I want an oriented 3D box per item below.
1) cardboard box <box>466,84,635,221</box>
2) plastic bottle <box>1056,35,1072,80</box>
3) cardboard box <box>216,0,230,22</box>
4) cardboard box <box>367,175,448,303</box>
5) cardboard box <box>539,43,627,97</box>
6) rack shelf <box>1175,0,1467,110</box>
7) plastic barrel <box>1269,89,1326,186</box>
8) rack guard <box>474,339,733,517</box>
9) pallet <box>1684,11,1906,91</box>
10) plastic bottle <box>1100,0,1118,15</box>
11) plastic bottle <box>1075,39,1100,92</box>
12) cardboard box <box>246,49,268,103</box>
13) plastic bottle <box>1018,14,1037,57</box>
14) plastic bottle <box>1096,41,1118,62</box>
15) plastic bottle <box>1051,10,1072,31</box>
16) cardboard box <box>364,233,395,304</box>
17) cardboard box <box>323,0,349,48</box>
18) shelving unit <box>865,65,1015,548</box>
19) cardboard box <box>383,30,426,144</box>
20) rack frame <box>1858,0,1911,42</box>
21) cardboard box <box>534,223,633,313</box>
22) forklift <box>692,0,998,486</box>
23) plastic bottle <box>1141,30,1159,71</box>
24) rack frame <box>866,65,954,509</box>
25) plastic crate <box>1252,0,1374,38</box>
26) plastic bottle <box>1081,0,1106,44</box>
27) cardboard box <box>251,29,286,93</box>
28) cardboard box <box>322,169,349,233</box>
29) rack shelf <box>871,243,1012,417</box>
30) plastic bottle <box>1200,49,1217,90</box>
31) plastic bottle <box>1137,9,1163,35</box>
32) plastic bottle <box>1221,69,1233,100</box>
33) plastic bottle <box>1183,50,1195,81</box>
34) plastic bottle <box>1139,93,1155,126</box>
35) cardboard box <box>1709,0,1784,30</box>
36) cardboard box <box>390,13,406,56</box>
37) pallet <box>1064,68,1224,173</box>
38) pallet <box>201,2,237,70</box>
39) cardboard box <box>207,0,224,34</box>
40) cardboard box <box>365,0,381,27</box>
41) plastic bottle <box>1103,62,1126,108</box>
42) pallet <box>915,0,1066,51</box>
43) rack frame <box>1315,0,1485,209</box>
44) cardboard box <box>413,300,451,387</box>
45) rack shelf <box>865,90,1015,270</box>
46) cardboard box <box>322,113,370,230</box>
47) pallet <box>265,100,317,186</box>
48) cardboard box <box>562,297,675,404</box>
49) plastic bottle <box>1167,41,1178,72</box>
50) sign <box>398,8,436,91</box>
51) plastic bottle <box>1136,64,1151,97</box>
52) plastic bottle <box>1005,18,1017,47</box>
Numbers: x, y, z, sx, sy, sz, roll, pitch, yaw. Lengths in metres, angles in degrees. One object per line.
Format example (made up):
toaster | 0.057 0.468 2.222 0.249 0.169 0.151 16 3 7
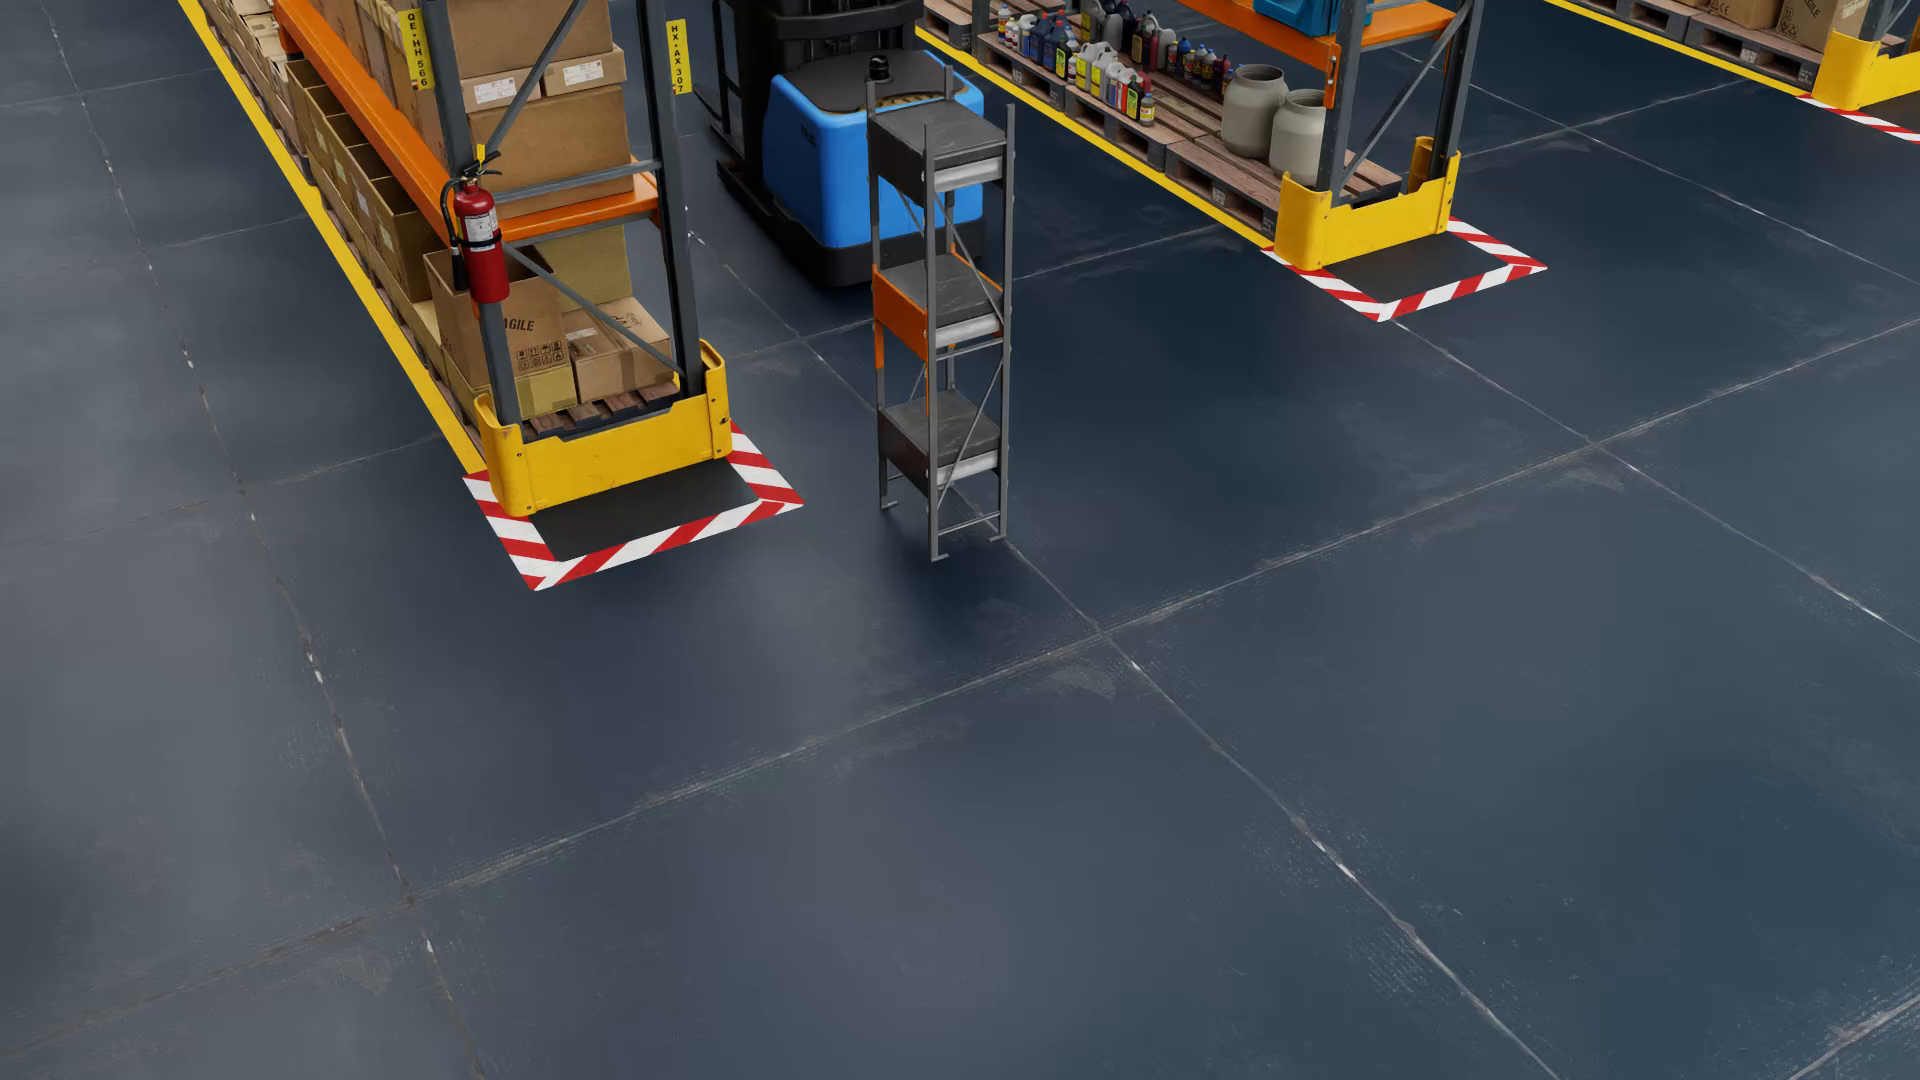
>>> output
cardboard box | -1.947 -1.860 7.669 0.700 0.500 0.500 -19 40 -24
plastic bottle | 0.740 -3.437 11.842 0.061 0.283 0.133 -17 39 -22
cardboard box | -5.208 -4.063 12.269 0.500 0.311 0.500 -20 41 -25
cardboard box | -2.765 -1.631 8.779 0.500 0.500 0.500 -19 40 -24
cardboard box | -1.734 -2.144 7.507 0.380 0.149 0.250 -19 40 -24
rack shelf | 1.557 -3.773 10.983 1.077 0.370 4.000 -19 40 -24
plastic barrel | 2.165 -2.521 10.412 0.421 0.512 0.421 0 36 0
rack guard | -1.711 -0.556 8.087 1.175 0.500 0.348 -19 40 -24
pallet | 6.428 -3.849 12.840 1.003 0.211 1.213 -19 40 -24
plastic bottle | 1.125 -3.948 12.486 0.144 0.351 0.185 -20 41 -25
plastic bottle | 0.907 -3.344 11.658 0.144 0.351 0.185 -19 40 -24
cardboard box | -4.702 -3.322 11.730 0.500 0.250 0.500 -18 40 -23
plastic bottle | 0.519 -3.712 12.225 0.152 0.276 0.135 -17 40 -22
plastic bottle | 1.022 -3.370 11.757 0.152 0.276 0.135 -19 40 -24
plastic bottle | 0.723 -3.699 12.145 0.144 0.351 0.185 -19 40 -24
cardboard box | -3.012 -1.584 9.351 0.500 0.250 0.500 -19 40 -24
cardboard box | -3.234 -3.166 9.457 0.700 0.500 0.500 -19 40 -24
shelving unit | -0.084 -0.933 7.248 0.431 2.100 0.499 -19 40 -24
cardboard box | -2.459 -2.381 8.382 0.700 0.500 0.500 -19 40 -24
rack frame | 6.844 -4.511 11.383 1.000 3.000 0.127 -19 40 -24
cardboard box | -2.053 -1.534 8.646 0.500 0.500 0.500 -19 40 -24
forklift | -0.620 -2.779 9.070 1.623 2.935 5.548 -16 39 -21
plastic bottle | 1.370 -3.543 11.987 0.061 0.283 0.133 -19 40 -24
rack frame | -0.206 -1.057 7.417 0.400 2.100 0.015 -19 40 -24
plastic crate | 2.051 -3.150 9.646 0.499 0.251 0.616 -19 40 -24
plastic bottle | 1.000 -3.906 12.427 0.144 0.351 0.185 -19 40 -24
cardboard box | -4.451 -3.288 11.209 0.500 0.311 0.500 -18 40 -23
cardboard box | -3.515 -2.094 10.049 0.500 0.250 0.500 -19 40 -24
rack shelf | -0.083 -0.921 7.254 0.431 0.518 0.480 -19 40 -24
plastic bottle | 1.748 -3.311 11.681 0.097 0.271 0.097 0 36 0
plastic bottle | 1.383 -3.686 12.126 0.144 0.351 0.185 -19 40 -24
plastic bottle | 1.868 -3.161 11.534 0.097 0.201 0.097 0 36 0
plastic bottle | 1.648 -3.384 11.840 0.097 0.201 0.097 0 36 0
plastic bottle | 1.260 -2.898 11.174 0.097 0.201 0.097 0 36 0
cardboard box | 6.215 -4.289 12.843 0.500 0.500 0.500 -9 37 -12
cardboard box | -2.466 -2.411 7.873 0.380 0.149 0.250 -18 40 -23
pallet | 1.470 -2.980 11.651 1.003 0.211 1.213 -19 40 -24
pallet | -5.363 -4.100 13.185 1.003 0.211 1.213 -19 40 -24
cardboard box | -5.480 -4.106 12.804 0.500 0.250 0.500 -20 41 -25
cardboard box | -2.732 -2.678 8.239 0.380 0.149 0.250 -18 40 -23
plastic bottle | 1.087 -3.135 11.436 0.152 0.276 0.135 -20 41 -25
pallet | 0.124 -4.346 13.522 1.003 0.211 1.213 -19 40 -24
rack frame | 2.561 -3.044 9.374 1.000 3.000 0.127 -19 40 -24
cardboard box | -2.510 -1.074 8.653 0.500 0.250 0.500 -19 40 -24
rack shelf | -0.083 -1.487 6.841 0.431 0.518 0.480 -19 40 -24
cardboard box | -3.268 -2.140 9.477 0.500 0.500 0.500 -19 40 -24
pallet | -4.137 -2.856 11.481 1.003 0.211 1.213 -19 40 -24
cardboard box | -1.800 -0.976 8.519 0.500 0.250 0.500 -19 40 -24
plastic bottle | 1.544 -3.489 11.984 0.097 0.201 0.097 0 36 0
sign | -2.199 -1.987 6.745 0.100 0.325 0.005 -19 40 -24
plastic bottle | 1.248 -3.099 11.380 0.061 0.283 0.133 -19 40 -24
plastic bottle | 0.384 -3.787 12.391 0.097 0.201 0.097 0 36 0
